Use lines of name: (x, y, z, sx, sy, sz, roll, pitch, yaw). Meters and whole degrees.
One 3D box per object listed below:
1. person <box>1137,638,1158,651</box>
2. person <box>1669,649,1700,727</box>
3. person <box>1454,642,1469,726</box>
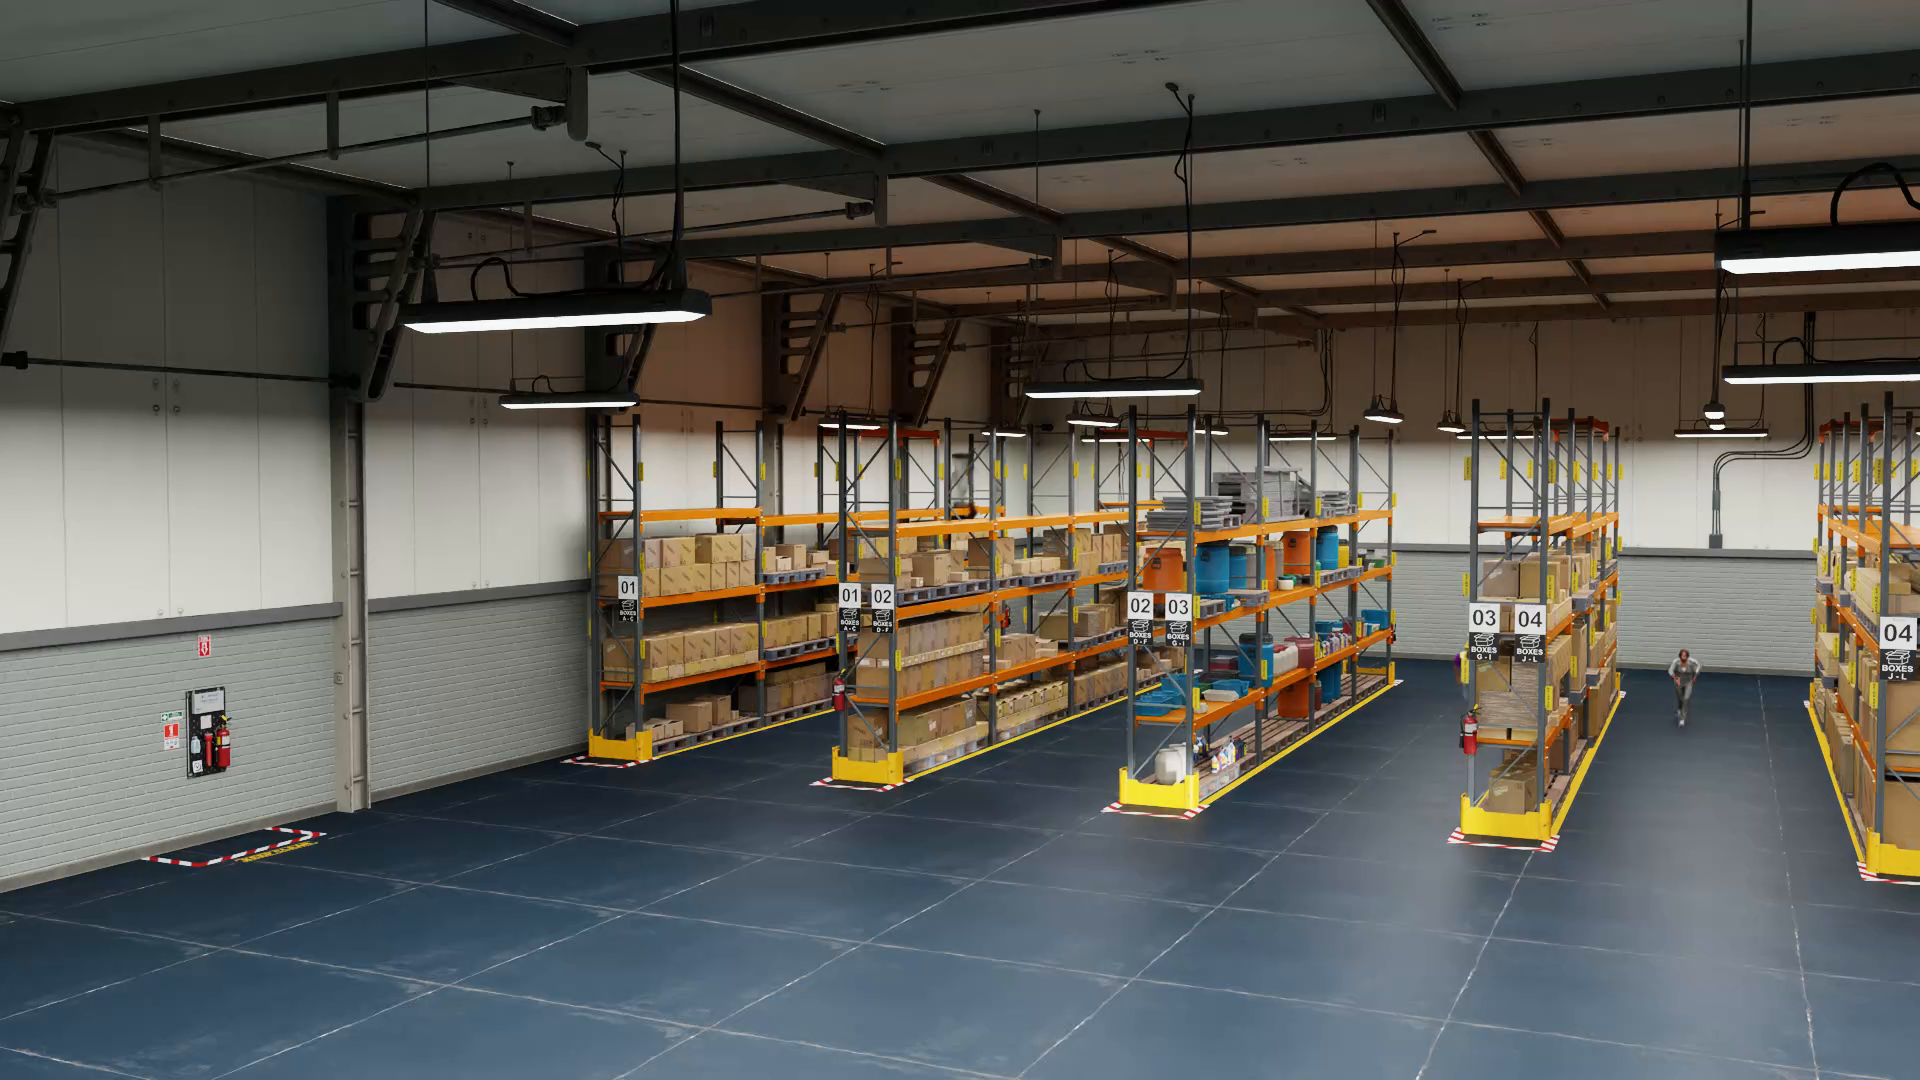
person: (4.735, 2.431, 42.711, 1.024, 1.673, 0.563, 1, 3, 26)
person: (14.342, 2.957, 32.977, 0.570, 1.435, 0.912, 1, 2, 18)
person: (10.109, 2.827, 32.858, 0.698, 1.695, 0.852, 1, 3, 23)
